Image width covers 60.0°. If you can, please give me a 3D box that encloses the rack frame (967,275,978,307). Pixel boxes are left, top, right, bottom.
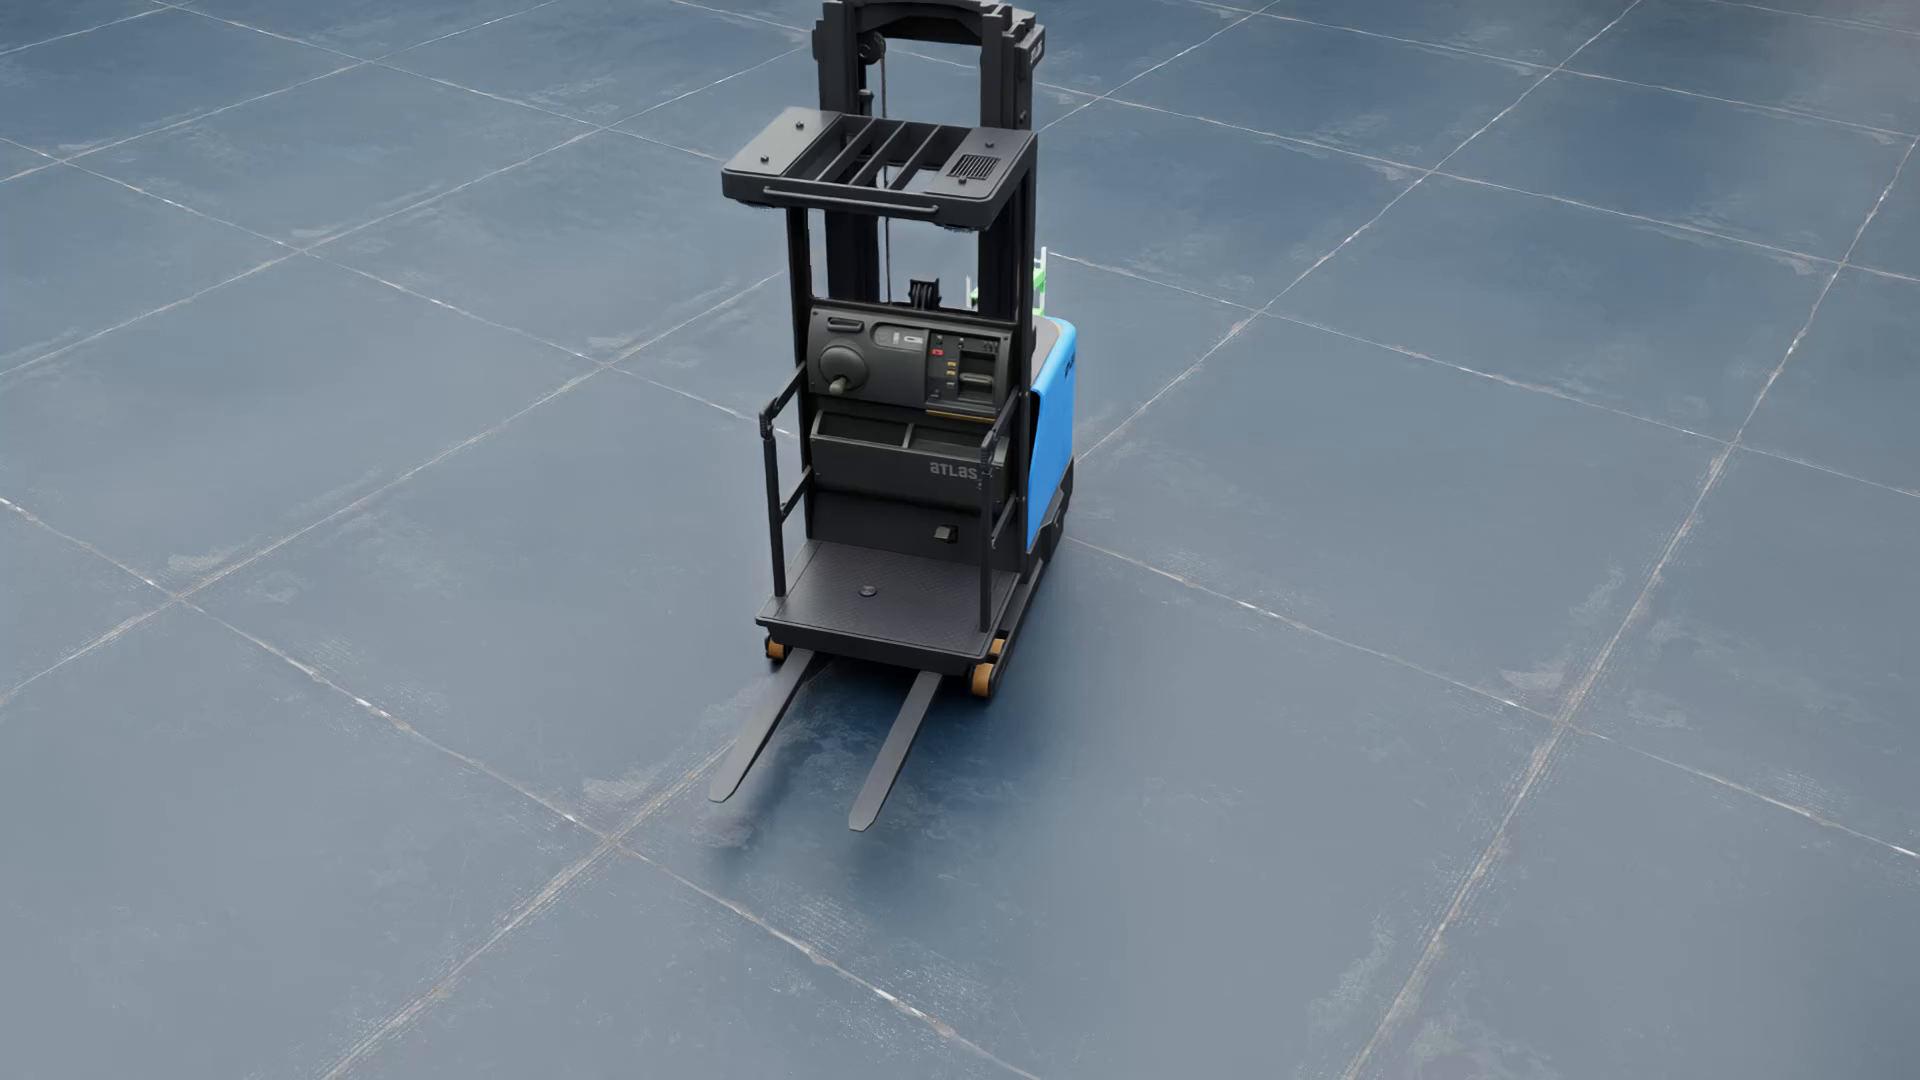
[{"bbox_3d":[0.148,-0.848,8.933,0.240,1.200,0.015,14,37,20],"label":"rack frame"}]

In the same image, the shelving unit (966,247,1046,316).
[{"bbox_3d":[0.249,-0.973,9.117,0.258,1.200,0.503,14,37,20],"label":"shelving unit"}]

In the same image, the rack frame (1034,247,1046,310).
[{"bbox_3d":[0.350,-1.097,9.301,0.240,1.200,0.015,14,37,20],"label":"rack frame"}]

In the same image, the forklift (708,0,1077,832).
[{"bbox_3d":[-0.288,-0.733,7.217,1.130,2.935,3.031,9,35,13],"label":"forklift"}]

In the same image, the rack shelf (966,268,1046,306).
[{"bbox_3d":[0.249,-1.317,8.884,0.258,0.148,0.480,14,37,20],"label":"rack shelf"}]

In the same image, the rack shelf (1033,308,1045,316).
[{"bbox_3d":[0.249,-1.119,9.019,0.258,0.148,0.480,14,37,20],"label":"rack shelf"}]
